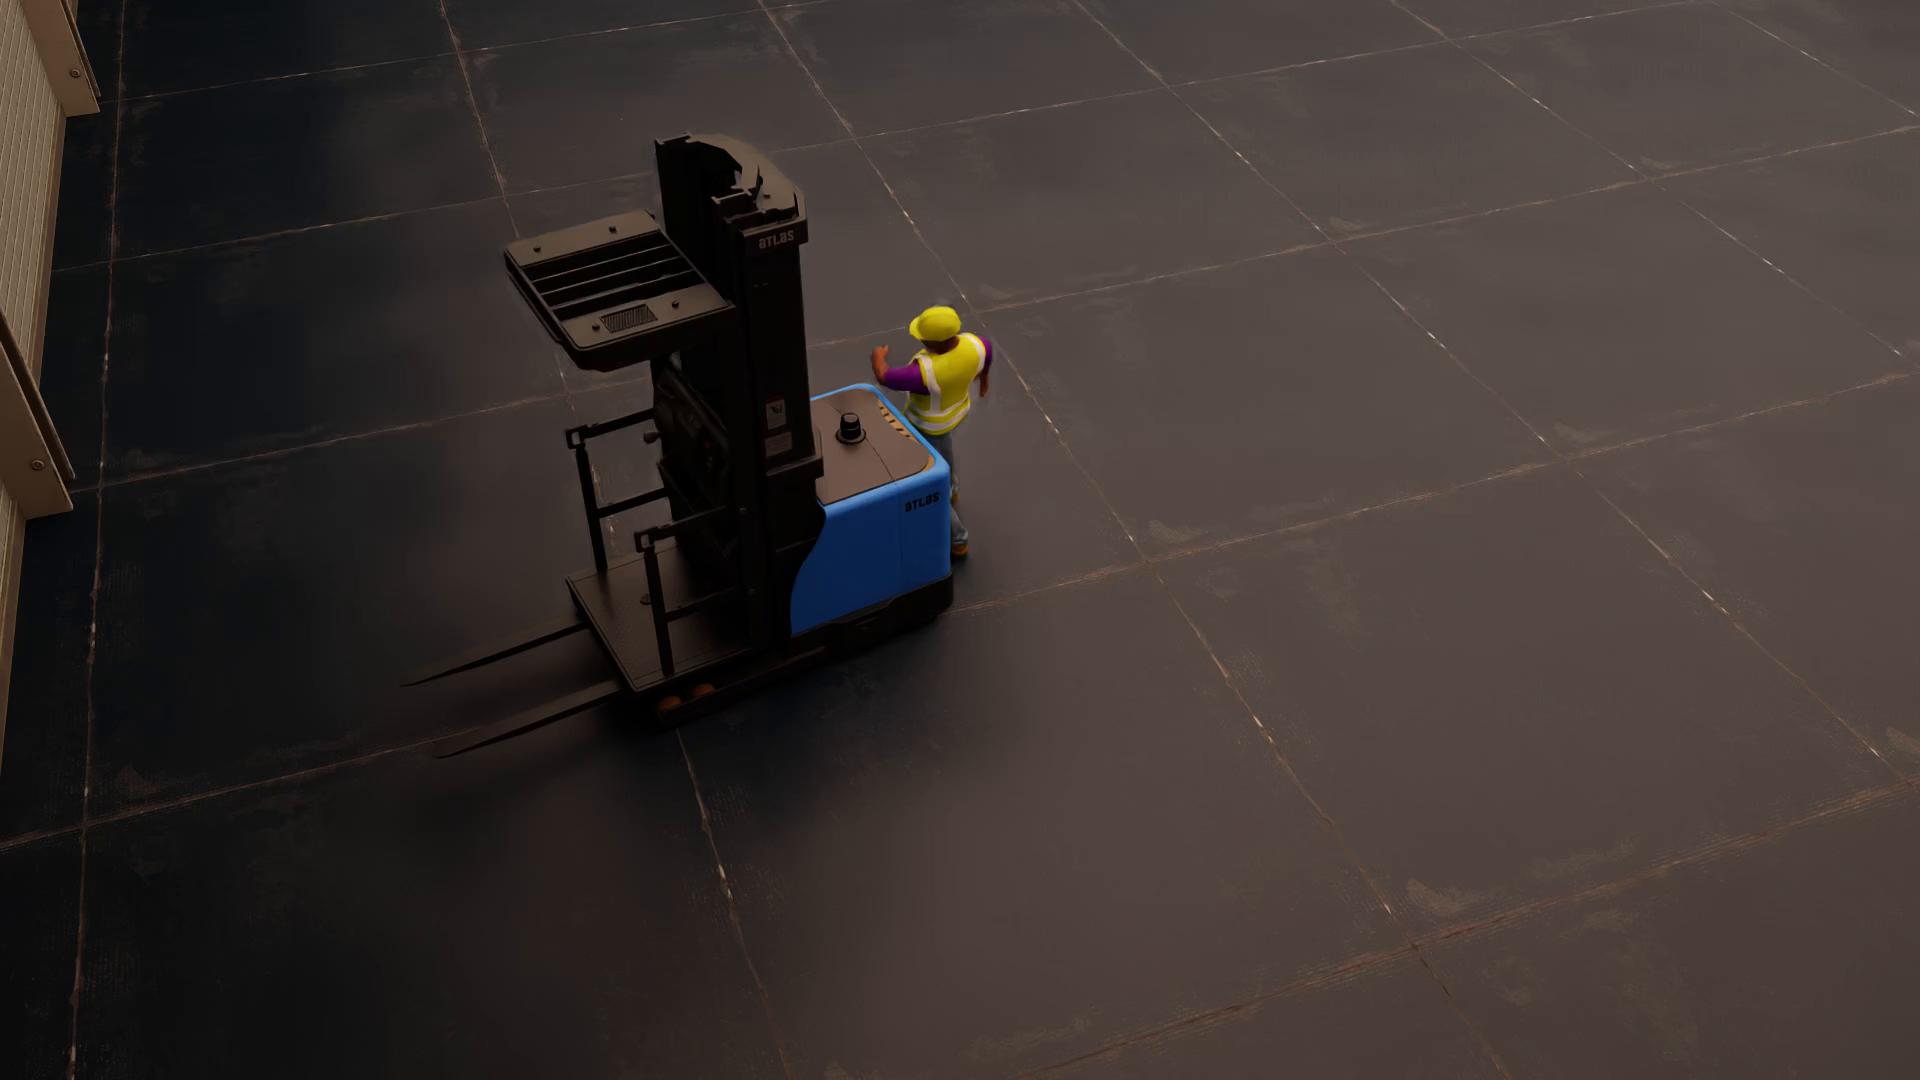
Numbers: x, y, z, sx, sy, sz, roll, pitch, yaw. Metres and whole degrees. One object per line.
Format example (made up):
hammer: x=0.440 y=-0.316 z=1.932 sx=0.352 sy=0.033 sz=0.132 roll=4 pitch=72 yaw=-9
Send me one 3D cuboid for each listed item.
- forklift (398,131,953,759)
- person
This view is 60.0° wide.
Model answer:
forklift: x=-1.573 y=-0.498 z=8.589 sx=3.031 sy=2.935 sz=1.130 roll=-20 pitch=44 yaw=-23
person: x=-0.139 y=-0.830 z=9.983 sx=0.868 sy=1.651 sz=0.799 roll=25 pitch=46 yaw=27
